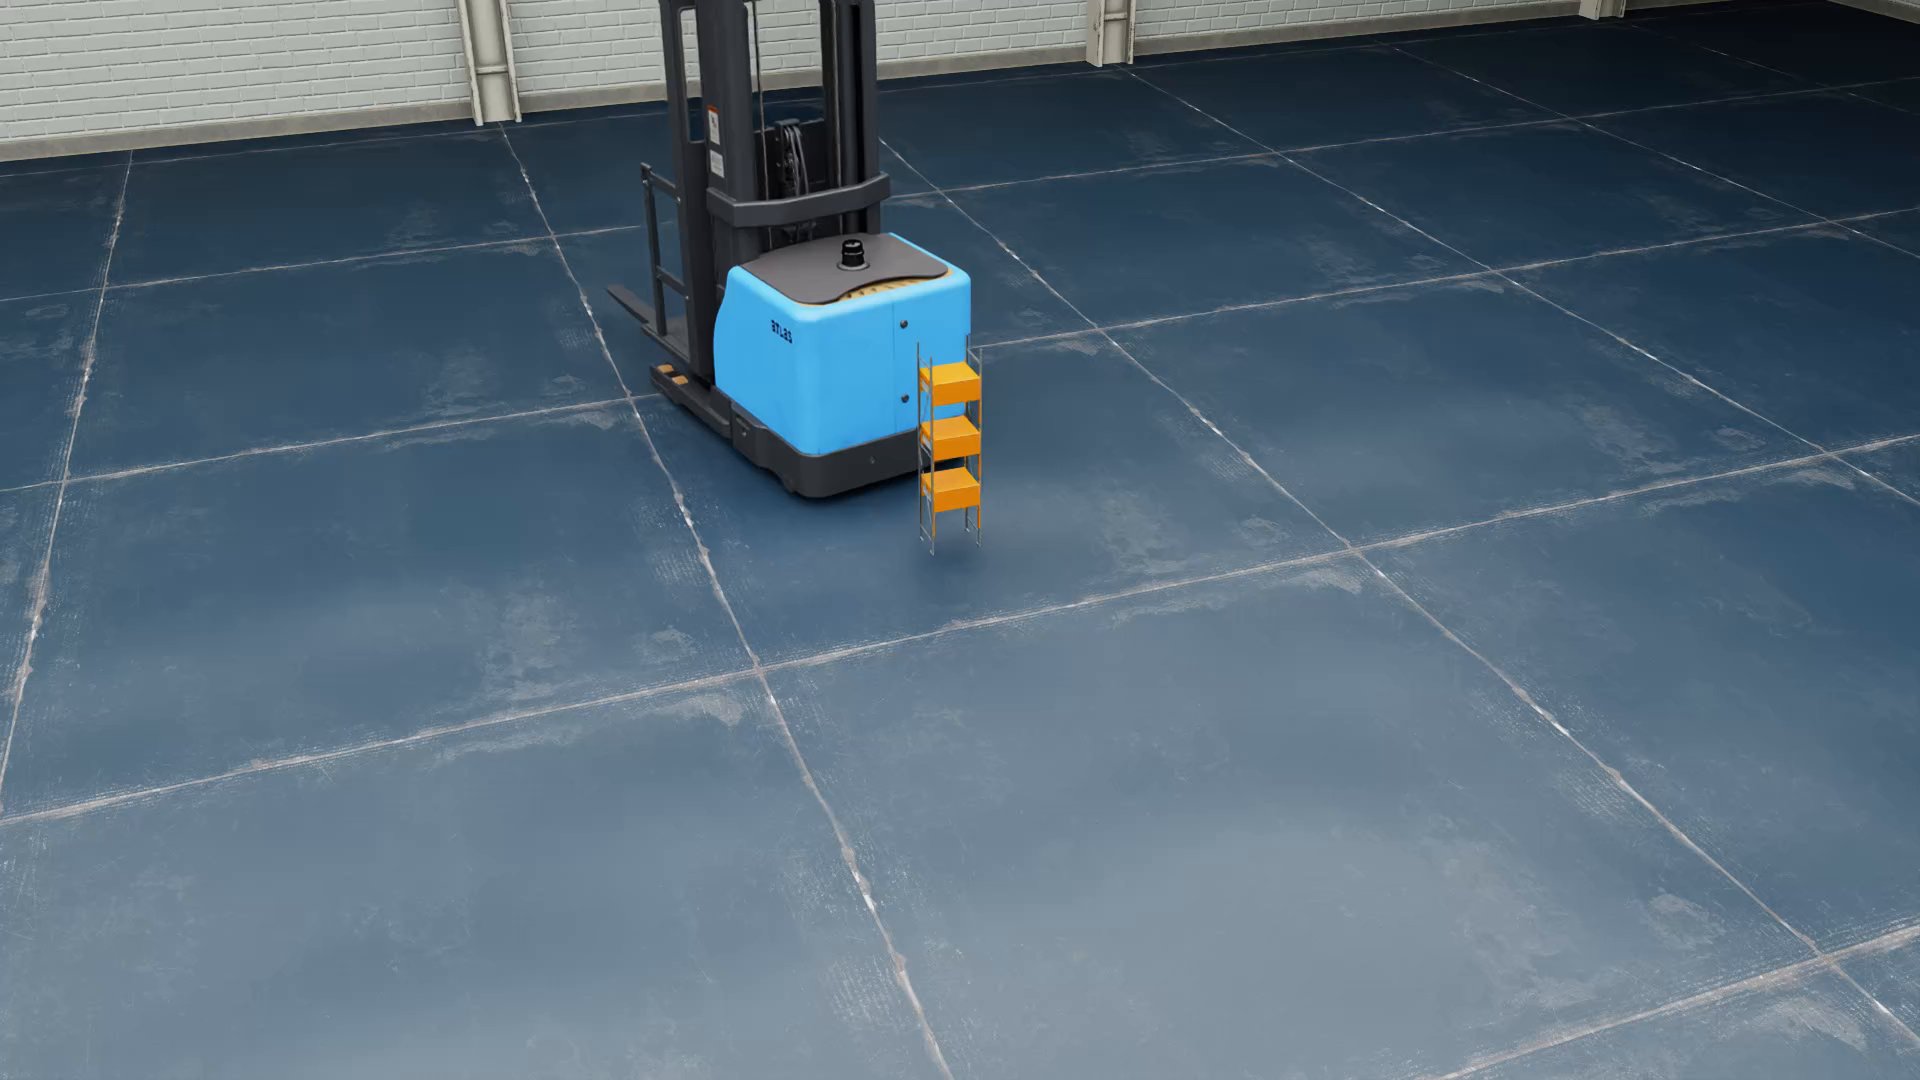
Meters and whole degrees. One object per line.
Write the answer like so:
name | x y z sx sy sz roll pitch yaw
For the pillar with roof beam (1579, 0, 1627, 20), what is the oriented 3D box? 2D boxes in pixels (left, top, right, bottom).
pillar with roof beam | 8.618 -7.743 12.750 0.400 9.000 9.100 -10 31 -18

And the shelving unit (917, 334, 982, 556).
shelving unit | -0.050 -0.447 7.974 0.252 1.050 0.215 -10 31 -18

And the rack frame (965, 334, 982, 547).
rack frame | 0.064 -0.468 8.011 0.008 1.050 0.200 -10 31 -18

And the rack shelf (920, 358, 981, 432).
rack shelf | -0.050 -0.684 7.839 0.240 0.259 0.215 -10 31 -18

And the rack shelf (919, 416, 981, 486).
rack shelf | -0.050 -0.438 7.979 0.240 0.259 0.215 -10 31 -18

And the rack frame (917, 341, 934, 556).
rack frame | -0.164 -0.426 7.937 0.008 1.050 0.200 -10 31 -18

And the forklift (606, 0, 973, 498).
forklift | -1.159 -2.173 9.103 1.130 2.935 3.031 -18 34 -29

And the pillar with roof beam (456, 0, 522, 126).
pillar with roof beam | -2.629 -5.672 9.115 0.400 9.000 9.100 -10 31 -18

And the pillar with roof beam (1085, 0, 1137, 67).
pillar with roof beam | 2.994 -6.707 10.933 0.400 9.000 9.100 -10 31 -18

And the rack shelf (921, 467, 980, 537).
rack shelf | -0.050 -0.196 8.117 0.240 0.259 0.215 -10 31 -18
